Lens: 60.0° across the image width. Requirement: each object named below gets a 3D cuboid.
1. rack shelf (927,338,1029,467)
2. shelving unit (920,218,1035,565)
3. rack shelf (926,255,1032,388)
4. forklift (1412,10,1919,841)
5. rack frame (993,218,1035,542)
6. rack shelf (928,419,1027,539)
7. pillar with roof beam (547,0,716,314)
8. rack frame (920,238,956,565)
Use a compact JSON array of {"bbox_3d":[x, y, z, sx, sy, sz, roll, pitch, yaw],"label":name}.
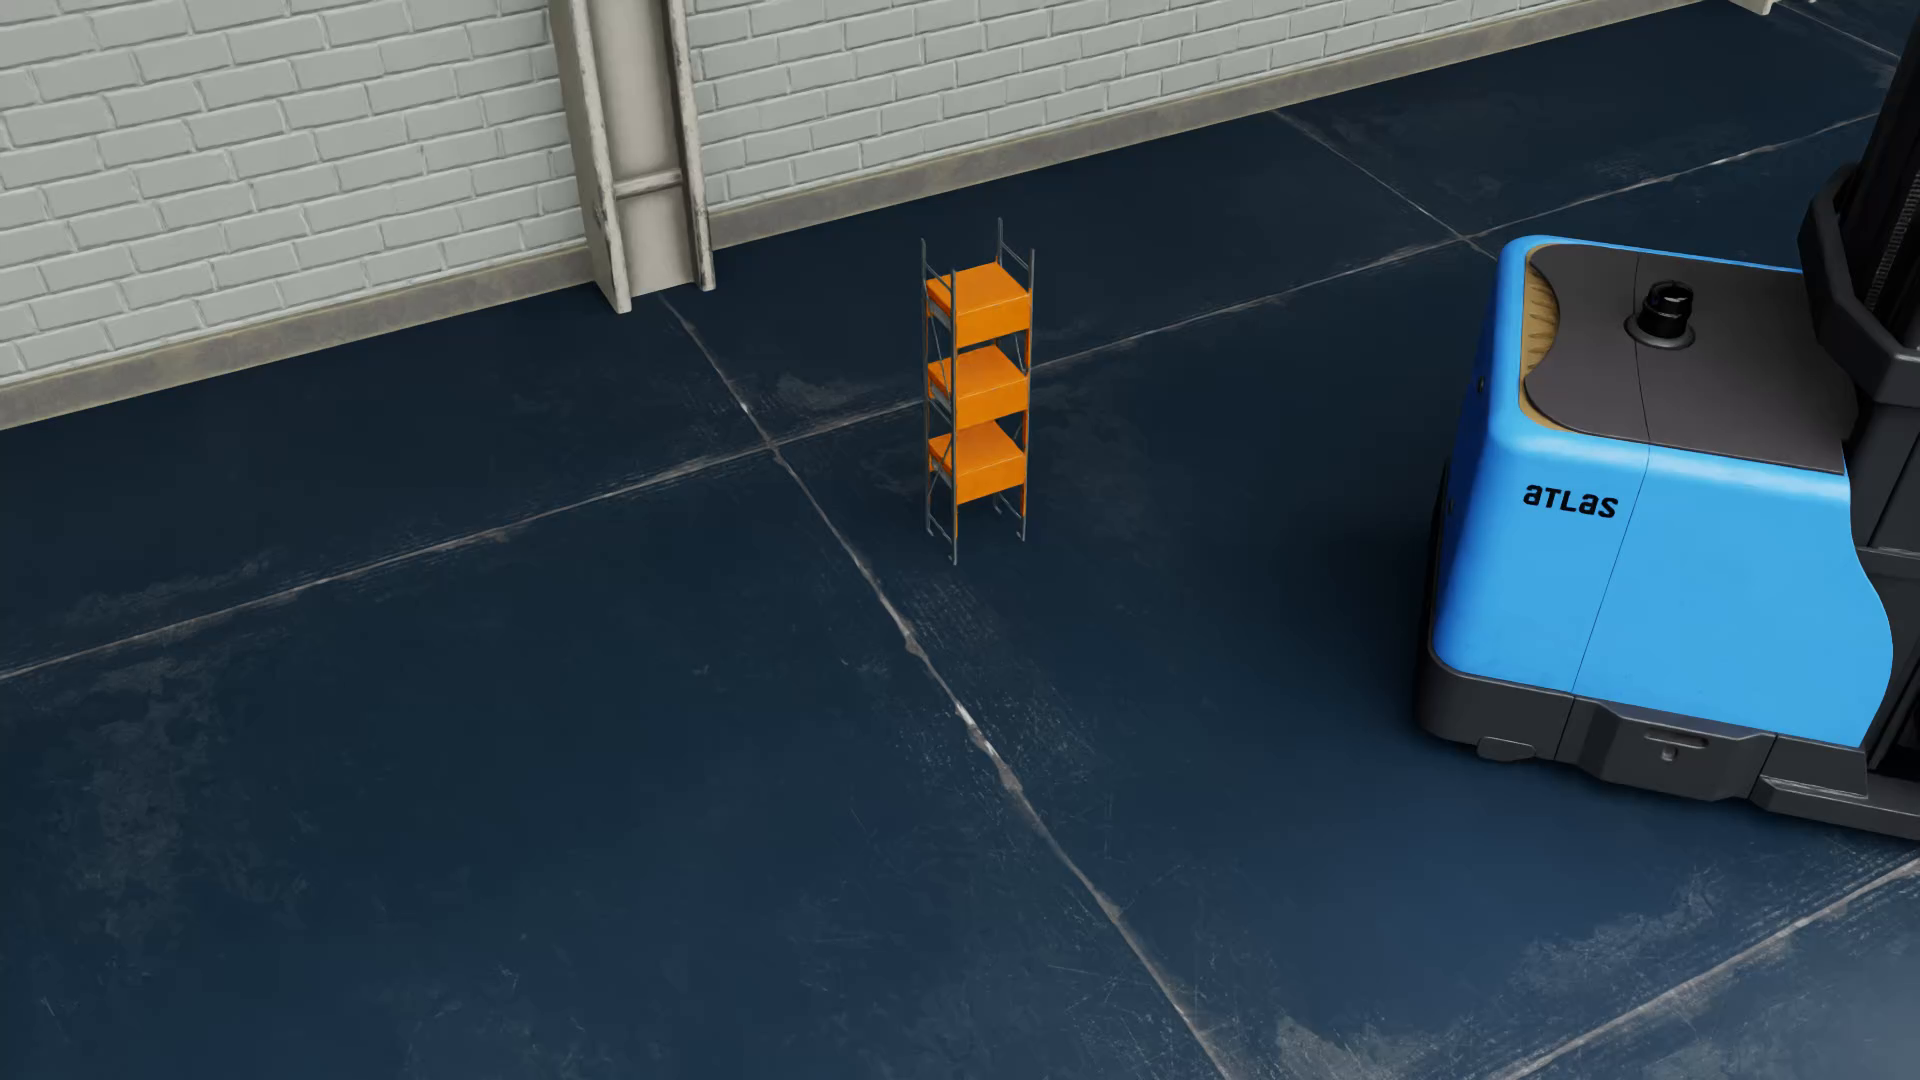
[{"bbox_3d":[0.047,-0.409,4.936,0.240,0.259,0.215,-19,44,-21],"label":"rack shelf"},{"bbox_3d":[0.047,-0.417,4.930,0.252,1.050,0.215,-19,44,-21],"label":"shelving unit"},{"bbox_3d":[0.047,-0.625,4.753,0.240,0.259,0.215,-19,44,-21],"label":"rack shelf"},{"bbox_3d":[2.821,-0.598,3.688,3.031,2.935,1.130,10,41,12],"label":"forklift"},{"bbox_3d":[0.156,-0.453,4.973,0.008,1.050,0.200,-19,44,-21],"label":"rack frame"},{"bbox_3d":[0.047,-0.196,5.116,0.240,0.259,0.215,-19,44,-21],"label":"rack shelf"},{"bbox_3d":[0.807,-1.965,0.606,0.400,9.000,9.100,-19,44,-21],"label":"pillar with roof beam"},{"bbox_3d":[-0.061,-0.380,4.887,0.008,1.050,0.200,-19,44,-21],"label":"rack frame"}]
